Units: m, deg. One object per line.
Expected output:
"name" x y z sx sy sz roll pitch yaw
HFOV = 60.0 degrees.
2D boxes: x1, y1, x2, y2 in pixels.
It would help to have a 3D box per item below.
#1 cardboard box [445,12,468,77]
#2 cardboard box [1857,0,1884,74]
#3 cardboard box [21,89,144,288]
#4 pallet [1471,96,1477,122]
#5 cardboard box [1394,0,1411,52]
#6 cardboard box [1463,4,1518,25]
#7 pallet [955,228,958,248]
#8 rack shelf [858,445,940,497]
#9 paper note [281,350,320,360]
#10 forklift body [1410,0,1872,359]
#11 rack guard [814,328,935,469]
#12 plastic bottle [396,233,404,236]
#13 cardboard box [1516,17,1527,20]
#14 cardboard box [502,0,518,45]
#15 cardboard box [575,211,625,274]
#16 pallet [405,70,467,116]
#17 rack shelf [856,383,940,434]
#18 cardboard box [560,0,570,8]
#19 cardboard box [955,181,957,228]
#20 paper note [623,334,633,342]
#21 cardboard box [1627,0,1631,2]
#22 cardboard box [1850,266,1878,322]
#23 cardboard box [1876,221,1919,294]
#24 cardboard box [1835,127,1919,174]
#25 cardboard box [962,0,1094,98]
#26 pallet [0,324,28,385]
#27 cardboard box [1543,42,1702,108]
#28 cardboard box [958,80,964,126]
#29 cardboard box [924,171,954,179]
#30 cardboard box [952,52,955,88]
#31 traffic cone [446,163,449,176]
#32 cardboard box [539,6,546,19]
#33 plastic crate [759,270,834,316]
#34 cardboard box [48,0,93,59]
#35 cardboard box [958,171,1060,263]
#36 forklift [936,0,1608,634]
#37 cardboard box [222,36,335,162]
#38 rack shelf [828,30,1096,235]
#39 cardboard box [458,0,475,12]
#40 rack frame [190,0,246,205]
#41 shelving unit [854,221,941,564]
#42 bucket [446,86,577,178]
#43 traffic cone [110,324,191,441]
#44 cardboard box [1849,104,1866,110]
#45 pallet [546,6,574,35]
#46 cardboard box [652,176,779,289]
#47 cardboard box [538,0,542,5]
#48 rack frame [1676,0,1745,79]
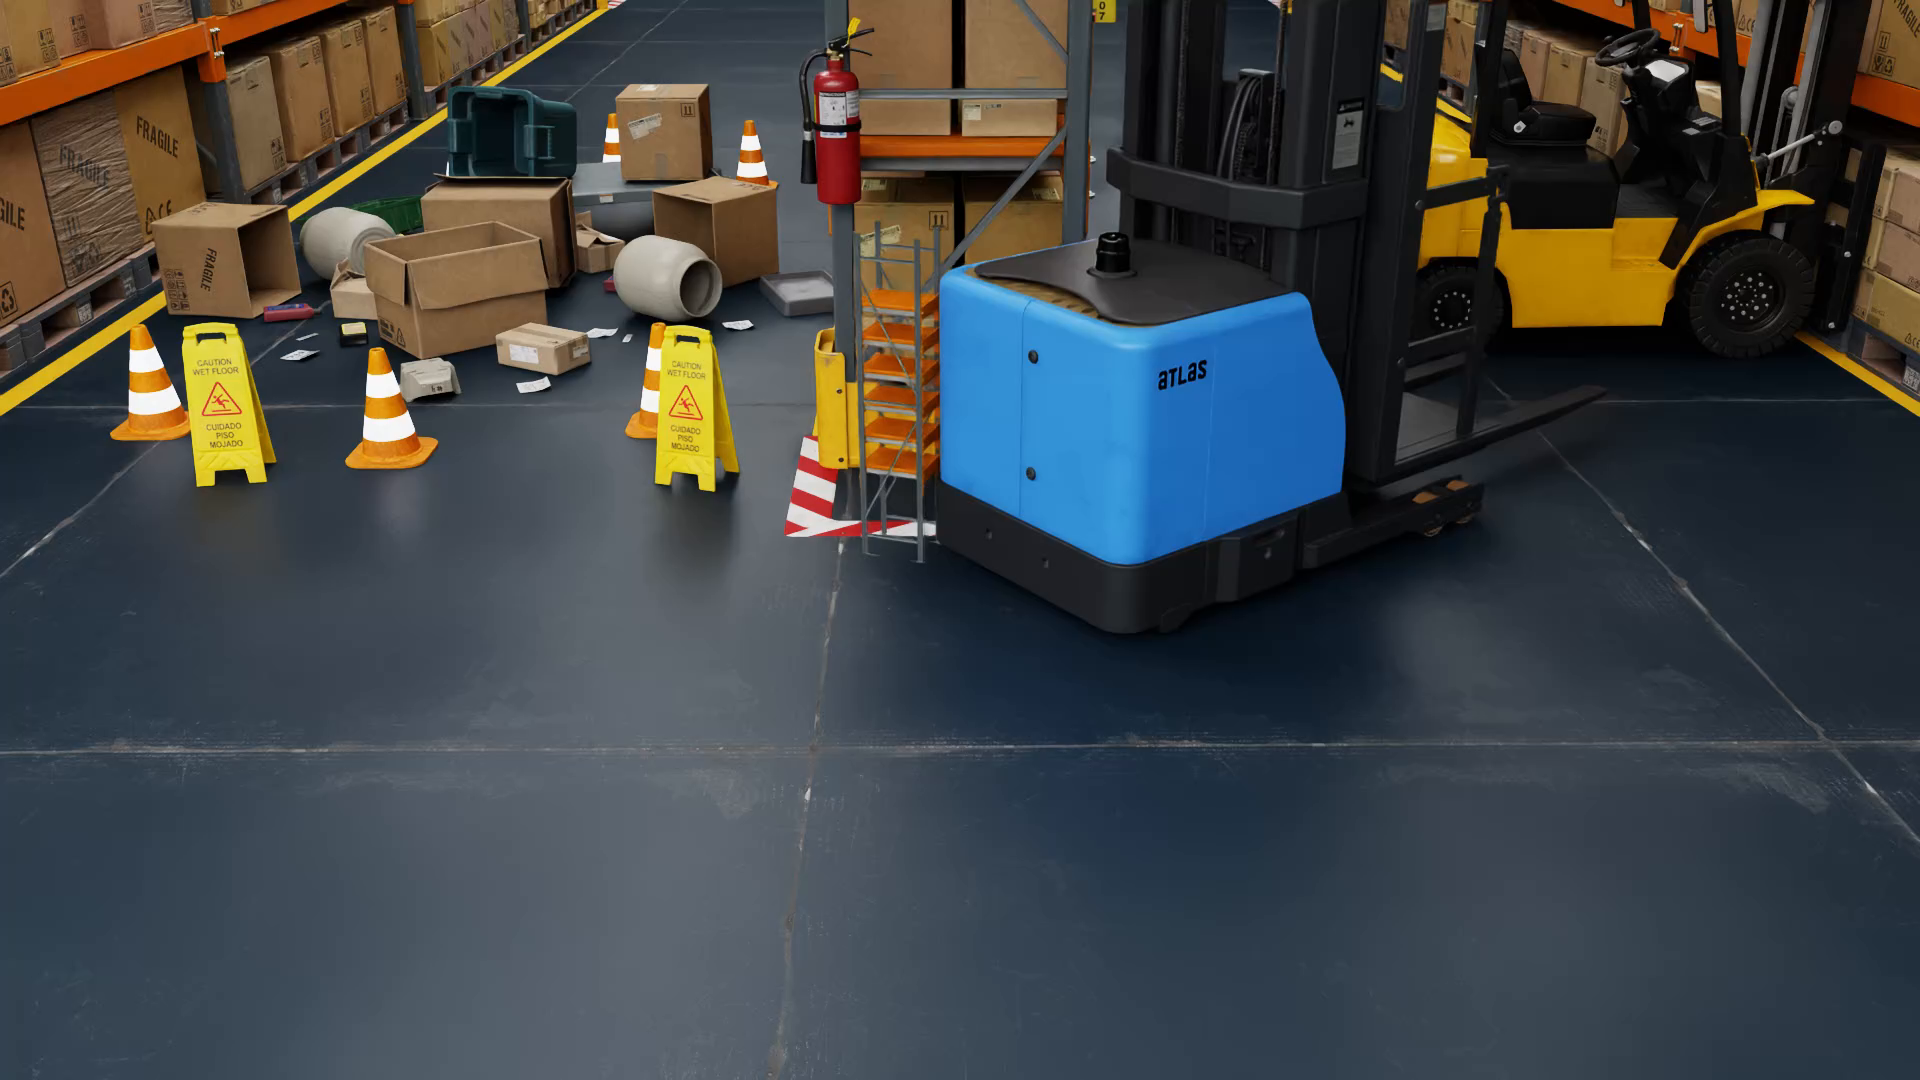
"cardboard box" -4.803 -4.489 15.060 0.500 0.500 0.500 0 24 0
"cardboard box" 4.671 -2.608 8.254 0.500 0.500 0.500 0 24 0
"cardboard box" -5.047 -1.881 8.838 0.875 0.875 0.875 0 24 0
"pallet" 4.840 -3.415 13.545 1.003 0.211 1.213 0 24 -1
"cardboard box" 4.624 -5.100 16.411 0.500 0.500 0.500 -1 24 -2
"cardboard box" 4.612 -4.575 14.463 0.380 0.149 0.250 -1 24 -3
"pallet" -0.007 -1.806 9.986 1.003 0.211 1.213 0 24 -1
"rack shelf" -0.215 -0.253 6.043 0.258 0.103 0.180 9 26 18
"paper note" -3.273 -0.924 8.257 0.144 0.017 0.142 8 26 18
"forklift body" 3.113 -2.115 8.316 2.313 2.155 1.214 0 24 -1
"rack guard" -0.007 -0.597 6.963 1.175 0.500 0.348 0 24 -1
"plastic bottle" -3.486 -1.843 10.251 0.133 0.061 0.283 -14 28 -28
"cardboard box" 5.160 -4.455 14.983 0.500 0.500 0.500 0 24 0
"cardboard box" -4.825 -5.334 16.928 0.500 0.500 0.500 -1 24 -2
"cardboard box" -2.187 -1.762 9.823 0.258 0.266 0.396 -19 31 -36
"pallet" -5.049 -3.989 14.813 1.003 0.211 1.213 0 24 -1
"rack shelf" -0.215 -0.471 5.944 0.258 0.103 0.180 9 26 18
"cardboard box" -4.830 -6.376 19.658 0.380 0.149 0.250 0 24 0
"cardboard box" 0.226 -2.049 9.967 0.500 0.250 0.500 1 24 2
"paper note" -1.704 -1.035 8.527 0.032 0.001 0.123 0 24 -1
"cardboard box" 4.636 -3.722 11.022 0.500 0.250 0.500 0 24 -1
"cardboard box" 4.644 -1.270 8.246 0.500 0.250 0.500 0 24 0
"cardboard box" 4.645 -1.301 7.706 0.500 0.250 0.500 0 24 -1
"cardboard box" 4.616 -1.938 8.509 0.500 0.250 0.500 -1 24 -2
"cardboard box" 0.266 -2.082 6.731 0.500 0.500 0.500 -1 24 -1
"pallet" -5.041 -0.699 7.540 1.003 0.211 1.213 0 24 -1
"cardboard box" 4.886 -3.331 12.346 0.875 0.625 0.625 -1 24 -3
"cardboard box" 0.180 -1.835 6.972 0.380 0.149 0.250 0 24 0
"cardboard box" -0.284 -1.529 7.907 0.500 0.500 0.500 1 24 1
"cardboard box" -0.214 -2.165 7.702 0.380 0.149 0.250 0 24 0
"traffic cone" -3.503 -2.692 11.642 0.336 0.463 0.334 0 24 -1
"cardboard box" -4.826 -5.841 18.475 0.380 0.149 0.250 0 24 -1
"plastic crate" -0.852 -1.372 9.186 0.402 0.080 0.583 -9 26 -19
"cardboard box" -5.065 -2.756 8.521 0.875 0.550 0.550 0 24 -1
"cardboard box" 0.251 -1.544 7.940 0.500 0.500 0.500 -1 24 -3
"forklift" 1.386 -1.502 6.015 3.031 2.935 1.130 -18 30 -34
"cardboard box" -5.101 -3.108 11.703 1.050 0.750 0.750 0 24 -1
"rack shelf" -0.028 -2.201 8.349 1.077 0.370 4.000 0 24 -1
"cardboard box" -4.805 -5.029 15.344 0.500 0.250 0.500 0 24 0
"rack frame" -4.998 -3.289 9.882 1.000 3.000 0.127 0 24 -1
"shelving unit" -0.215 -0.512 5.925 0.258 1.200 0.189 9 26 18
"bucket" -2.691 -2.444 10.142 0.726 0.611 0.620 8 16 18
"traffic cone" -3.540 -0.710 7.258 0.336 0.463 0.334 0 24 -1
"cardboard box" 5.133 -2.360 9.442 0.500 0.250 0.500 -1 24 -1
"pallet" -5.144 -6.096 19.471 1.003 0.211 1.213 0 24 -1
"cardboard box" -1.398 -1.767 9.548 0.500 0.500 0.500 19 30 35
"cardboard box" -4.901 -6.080 18.641 0.380 0.149 0.250 -1 24 -3
"rack frame" 4.914 -3.377 10.076 1.000 3.000 0.127 0 24 -1
